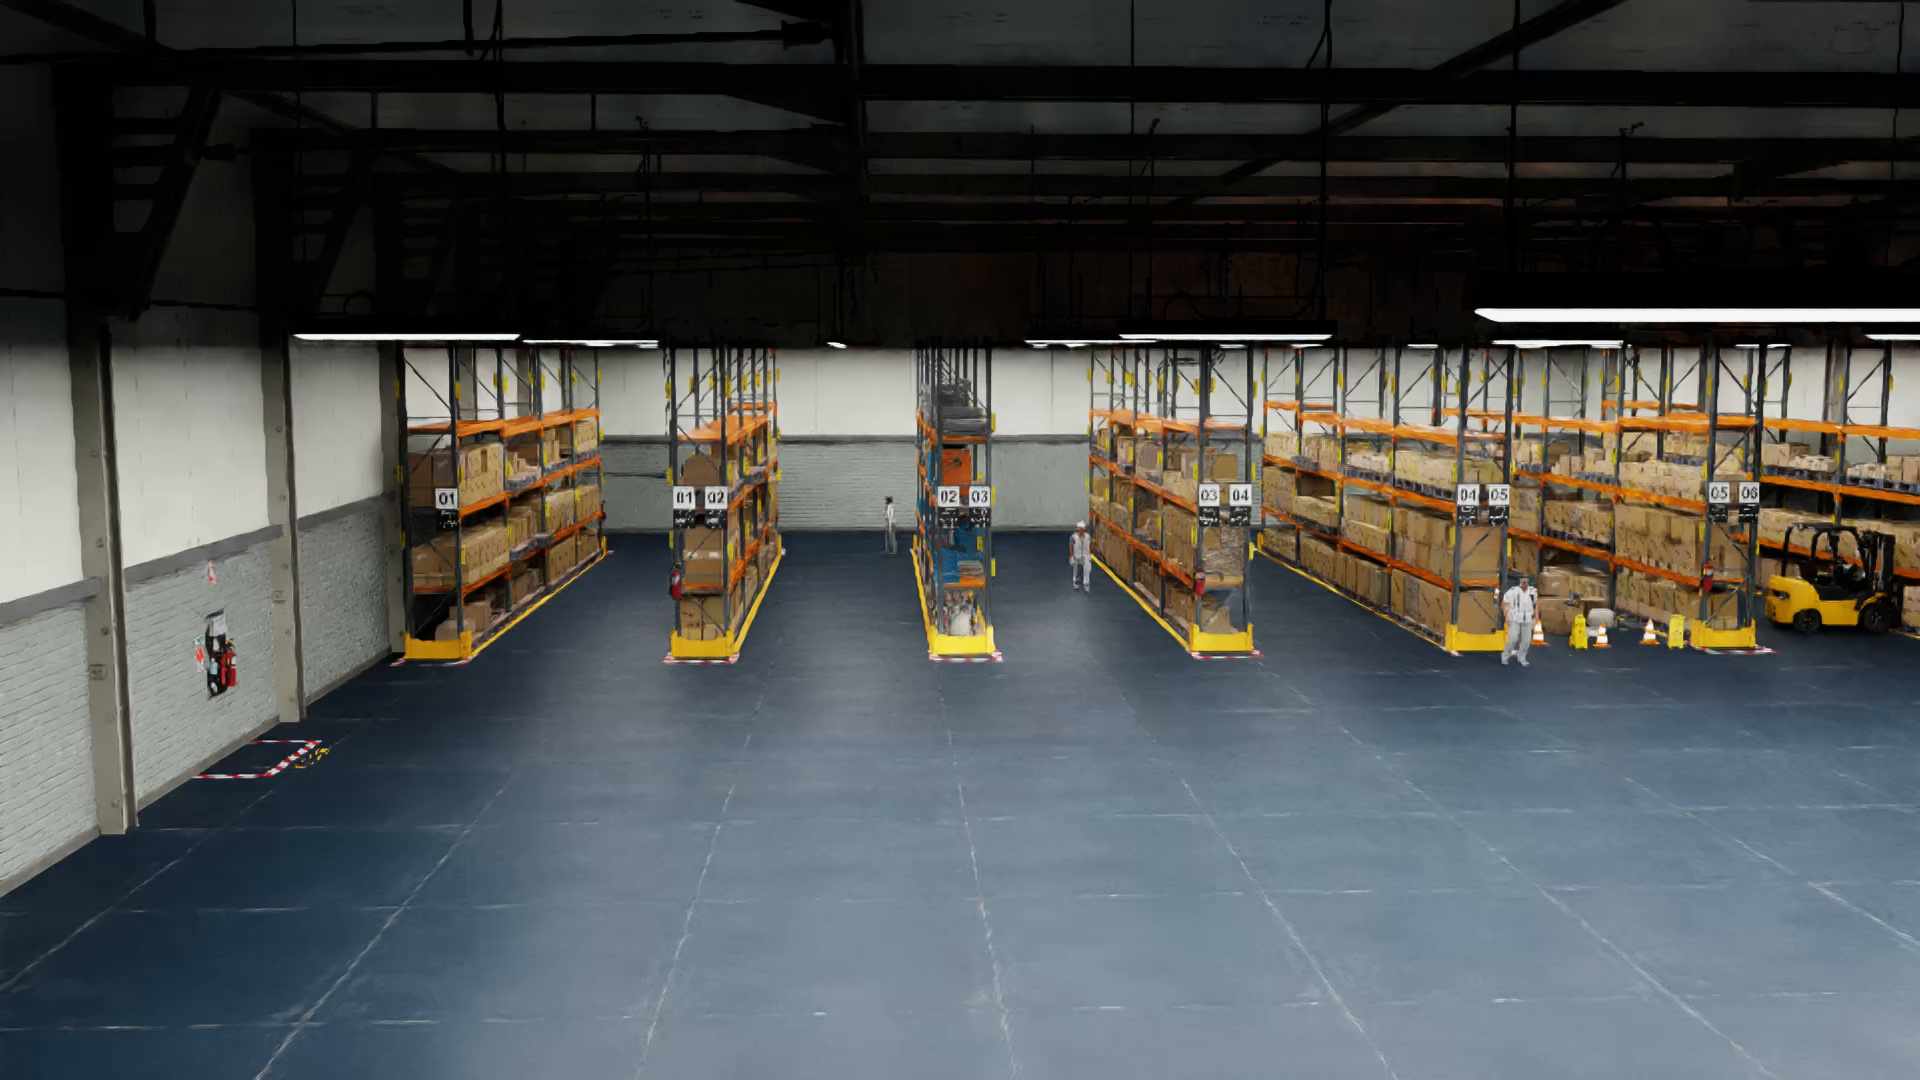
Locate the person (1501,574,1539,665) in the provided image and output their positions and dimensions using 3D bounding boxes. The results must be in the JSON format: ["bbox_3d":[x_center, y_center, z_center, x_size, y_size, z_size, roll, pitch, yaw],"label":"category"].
[{"bbox_3d":[10.215,1.435,30.345,0.682,1.715,0.542,0,7,-4],"label":"person"}]

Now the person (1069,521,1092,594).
[{"bbox_3d":[2.862,0.401,39.289,0.553,1.706,1.123,0,6,-1],"label":"person"}]

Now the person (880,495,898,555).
[{"bbox_3d":[-2.012,-0.432,46.742,0.490,1.675,0.647,-1,7,-8],"label":"person"}]
